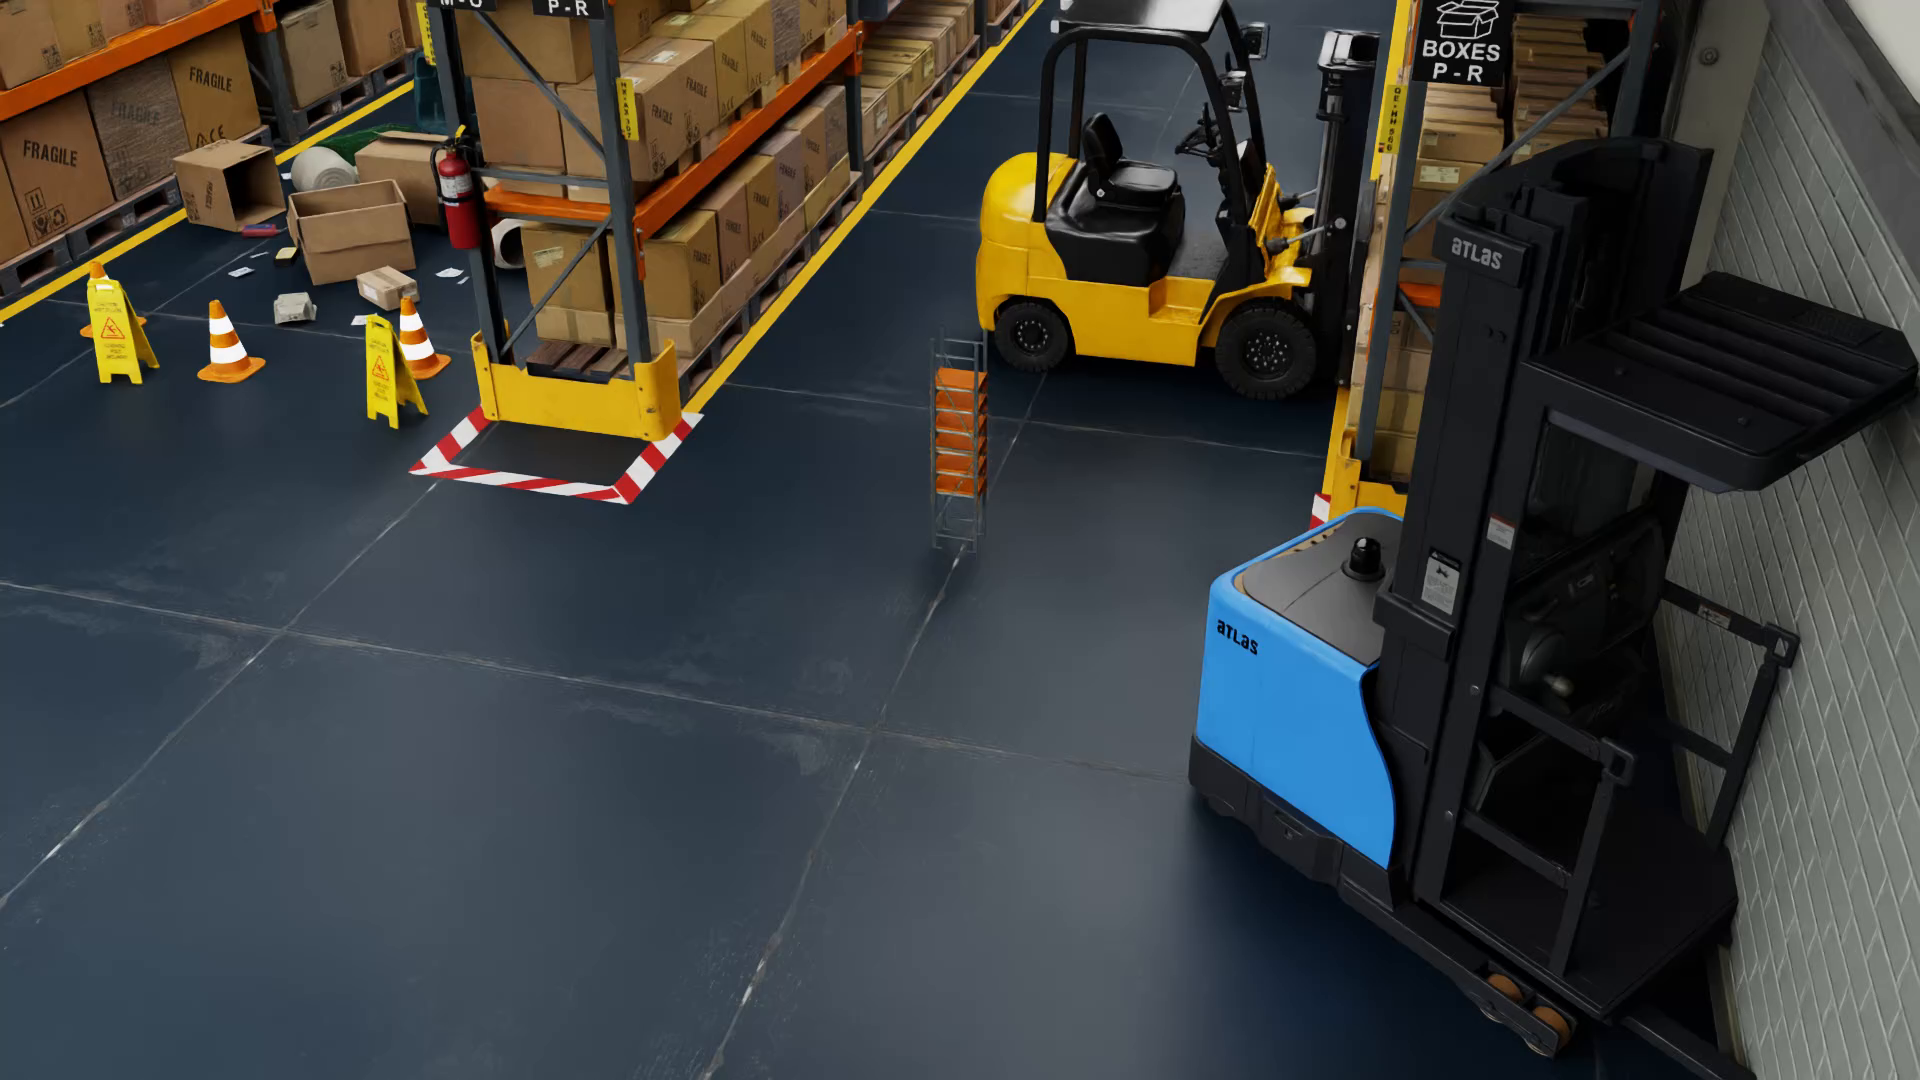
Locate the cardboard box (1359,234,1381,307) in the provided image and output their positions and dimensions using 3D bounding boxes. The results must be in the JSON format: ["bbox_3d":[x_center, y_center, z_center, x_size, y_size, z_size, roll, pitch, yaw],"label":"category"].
[{"bbox_3d":[2.594,-1.534,9.607,0.500,0.250,0.500,8,33,13],"label":"cardboard box"}]

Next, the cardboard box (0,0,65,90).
[{"bbox_3d":[-6.647,-3.404,11.169,0.875,0.550,0.550,8,33,12],"label":"cardboard box"}]

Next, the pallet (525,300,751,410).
[{"bbox_3d":[-2.006,-1.238,10.501,1.003,0.211,1.213,8,33,12],"label":"pallet"}]

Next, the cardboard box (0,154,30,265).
[{"bbox_3d":[-6.971,-2.222,11.038,0.875,0.875,0.875,8,33,13],"label":"cardboard box"}]

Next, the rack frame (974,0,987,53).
[{"bbox_3d":[-0.235,-6.110,15.566,1.000,3.000,0.127,8,33,12],"label":"rack frame"}]

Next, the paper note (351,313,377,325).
[{"bbox_3d":[-3.951,-1.467,11.030,0.148,0.019,0.142,-3,33,-4],"label":"paper note"}]

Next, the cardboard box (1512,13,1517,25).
[{"bbox_3d":[3.614,-3.204,10.296,0.380,0.149,0.250,9,33,14],"label":"cardboard box"}]

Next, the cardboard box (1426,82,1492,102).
[{"bbox_3d":[2.497,-2.213,8.460,0.380,0.149,0.250,9,33,13],"label":"cardboard box"}]

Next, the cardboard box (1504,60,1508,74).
[{"bbox_3d":[3.450,-2.609,9.965,0.500,0.500,0.500,7,33,11],"label":"cardboard box"}]

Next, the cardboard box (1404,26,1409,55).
[{"bbox_3d":[3.427,-3.594,11.748,0.500,0.250,0.500,9,33,13],"label":"cardboard box"}]

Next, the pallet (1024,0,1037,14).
[{"bbox_3d":[0.349,-5.963,17.934,1.003,0.211,1.213,8,33,12],"label":"pallet"}]

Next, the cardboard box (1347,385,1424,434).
[{"bbox_3d":[2.358,-0.808,8.930,0.500,0.250,0.500,8,33,12],"label":"cardboard box"}]

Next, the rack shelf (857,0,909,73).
[{"bbox_3d":[-0.743,-4.769,14.126,1.077,0.370,4.000,8,33,12],"label":"rack shelf"}]

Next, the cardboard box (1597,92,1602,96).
[{"bbox_3d":[3.269,-2.399,9.030,0.380,0.149,0.250,9,34,14],"label":"cardboard box"}]

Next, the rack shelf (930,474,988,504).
[{"bbox_3d":[-0.004,-0.259,8.569,0.258,0.103,0.180,8,33,12],"label":"rack shelf"}]

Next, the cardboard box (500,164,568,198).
[{"bbox_3d":[-2.377,-2.076,9.454,0.380,0.149,0.250,9,34,14],"label":"cardboard box"}]

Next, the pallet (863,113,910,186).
[{"bbox_3d":[-1.054,-3.262,13.684,1.003,0.211,1.213,8,33,12],"label":"pallet"}]

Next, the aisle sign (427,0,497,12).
[{"bbox_3d":[-2.562,-3.063,8.349,0.394,0.787,0.004,8,33,12],"label":"aisle sign"}]

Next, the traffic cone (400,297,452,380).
[{"bbox_3d":[-3.404,-1.287,10.343,0.336,0.463,0.334,8,33,12],"label":"traffic cone"}]

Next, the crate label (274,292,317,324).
[{"bbox_3d":[-4.424,-1.541,11.046,0.250,0.136,0.298,-8,33,-13],"label":"crate label"}]

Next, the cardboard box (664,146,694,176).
[{"bbox_3d":[-1.783,-2.260,9.744,0.380,0.149,0.250,7,33,11],"label":"cardboard box"}]

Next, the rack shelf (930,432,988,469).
[{"bbox_3d":[-0.004,-0.461,8.440,0.258,0.103,0.180,8,33,12],"label":"rack shelf"}]

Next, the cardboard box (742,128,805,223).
[{"bbox_3d":[-1.397,-2.495,11.352,0.500,0.500,0.500,10,34,15],"label":"cardboard box"}]

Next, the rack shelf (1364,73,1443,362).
[{"bbox_3d":[3.044,-2.019,9.801,1.077,0.370,4.000,8,33,12],"label":"rack shelf"}]

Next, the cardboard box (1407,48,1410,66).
[{"bbox_3d":[3.071,-2.936,10.479,0.500,0.500,0.500,9,33,13],"label":"cardboard box"}]

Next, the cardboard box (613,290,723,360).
[{"bbox_3d":[-1.793,-1.357,10.260,0.500,0.250,0.500,8,33,12],"label":"cardboard box"}]

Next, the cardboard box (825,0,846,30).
[{"bbox_3d":[-1.122,-3.938,11.778,0.500,0.500,0.500,7,33,11],"label":"cardboard box"}]

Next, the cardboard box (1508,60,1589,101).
[{"bbox_3d":[3.101,-2.408,8.767,0.380,0.149,0.250,9,34,14],"label":"cardboard box"}]

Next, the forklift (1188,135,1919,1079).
[{"bbox_3d":[2.280,0.279,5.580,1.130,2.935,3.031,-23,39,-32],"label":"forklift"}]

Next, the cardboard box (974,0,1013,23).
[{"bbox_3d":[0.021,-5.738,16.569,0.875,0.875,0.875,8,33,12],"label":"cardboard box"}]

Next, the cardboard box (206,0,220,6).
[{"bbox_3d":[-6.146,-4.526,12.934,0.875,0.550,0.550,8,33,12],"label":"cardboard box"}]

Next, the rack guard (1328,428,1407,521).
[{"bbox_3d":[2.531,-0.218,8.626,1.175,0.500,0.348,8,33,12],"label":"rack guard"}]

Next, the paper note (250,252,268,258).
[{"bbox_3d":[-5.045,-2.054,11.971,0.032,0.001,0.123,28,42,36],"label":"paper note"}]

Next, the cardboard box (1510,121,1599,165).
[{"bbox_3d":[2.829,-1.872,7.923,0.380,0.149,0.250,7,33,11],"label":"cardboard box"}]

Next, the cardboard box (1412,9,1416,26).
[{"bbox_3d":[2.979,-3.155,10.220,0.380,0.149,0.250,9,33,13],"label":"cardboard box"}]

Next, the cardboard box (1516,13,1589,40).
[{"bbox_3d":[3.407,-2.935,9.596,0.380,0.149,0.250,8,33,12],"label":"cardboard box"}]

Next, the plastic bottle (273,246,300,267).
[{"bbox_3d":[-4.813,-2.039,11.900,0.133,0.061,0.283,-3,33,-4],"label":"plastic bottle"}]

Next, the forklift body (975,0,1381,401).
[{"bbox_3d":[1.253,-2.159,10.142,2.313,2.155,1.214,8,33,12],"label":"forklift body"}]

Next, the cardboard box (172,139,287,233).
[{"bbox_3d":[-5.465,-2.657,12.461,0.500,0.500,0.500,14,35,21],"label":"cardboard box"}]

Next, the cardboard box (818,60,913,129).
[{"bbox_3d":[-0.940,-3.749,13.909,0.950,0.372,0.625,10,34,15],"label":"cardboard box"}]

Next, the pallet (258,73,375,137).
[{"bbox_3d":[-5.941,-3.890,14.672,1.003,0.211,1.213,8,33,12],"label":"pallet"}]

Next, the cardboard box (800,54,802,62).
[{"bbox_3d":[-1.312,-3.338,11.439,0.380,0.149,0.250,8,33,12],"label":"cardboard box"}]

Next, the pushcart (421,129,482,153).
[{"bbox_3d":[-3.468,-3.212,13.451,1.648,0.377,0.936,-3,33,-4],"label":"pushcart"}]

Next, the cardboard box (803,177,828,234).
[{"bbox_3d":[-1.266,-2.430,11.948,0.500,0.250,0.500,7,33,11],"label":"cardboard box"}]

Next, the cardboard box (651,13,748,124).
[{"bbox_3d":[-1.620,-2.868,10.096,0.500,0.500,0.500,7,33,11],"label":"cardboard box"}]

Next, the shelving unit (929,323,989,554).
[{"bbox_3d":[-0.004,-0.499,8.416,0.258,1.200,0.189,8,33,12],"label":"shelving unit"}]

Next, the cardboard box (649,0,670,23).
[{"bbox_3d":[-2.181,-3.384,9.974,0.700,0.500,0.500,8,33,12],"label":"cardboard box"}]

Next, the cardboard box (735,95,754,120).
[{"bbox_3d":[-1.536,-2.803,10.597,0.380,0.149,0.250,7,33,11],"label":"cardboard box"}]
